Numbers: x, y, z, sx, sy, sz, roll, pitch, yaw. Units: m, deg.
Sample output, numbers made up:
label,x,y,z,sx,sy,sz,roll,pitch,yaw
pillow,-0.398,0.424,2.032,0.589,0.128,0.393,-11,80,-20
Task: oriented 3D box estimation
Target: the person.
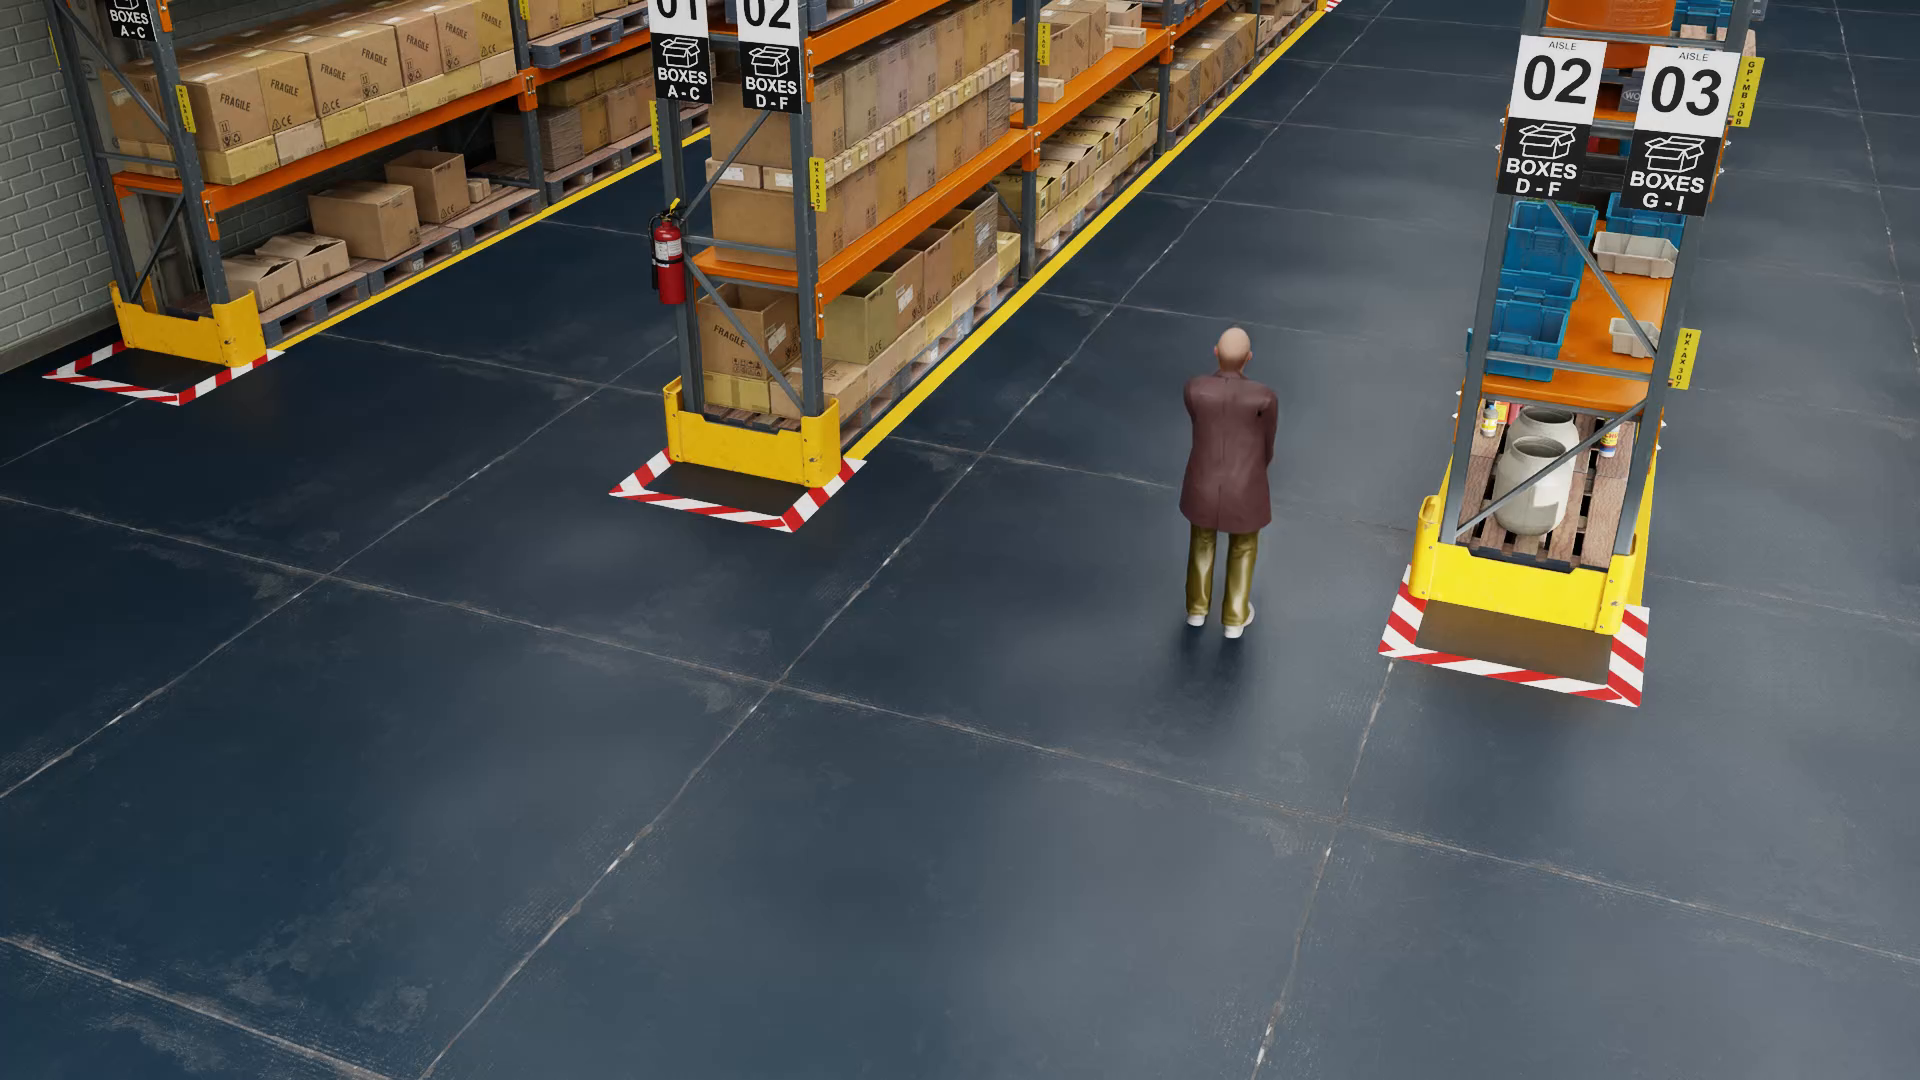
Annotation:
label,x,y,z,sx,sy,sz,roll,pitch,yaw
person,1.469,-0.356,9.059,0.527,1.780,0.559,11,31,19
